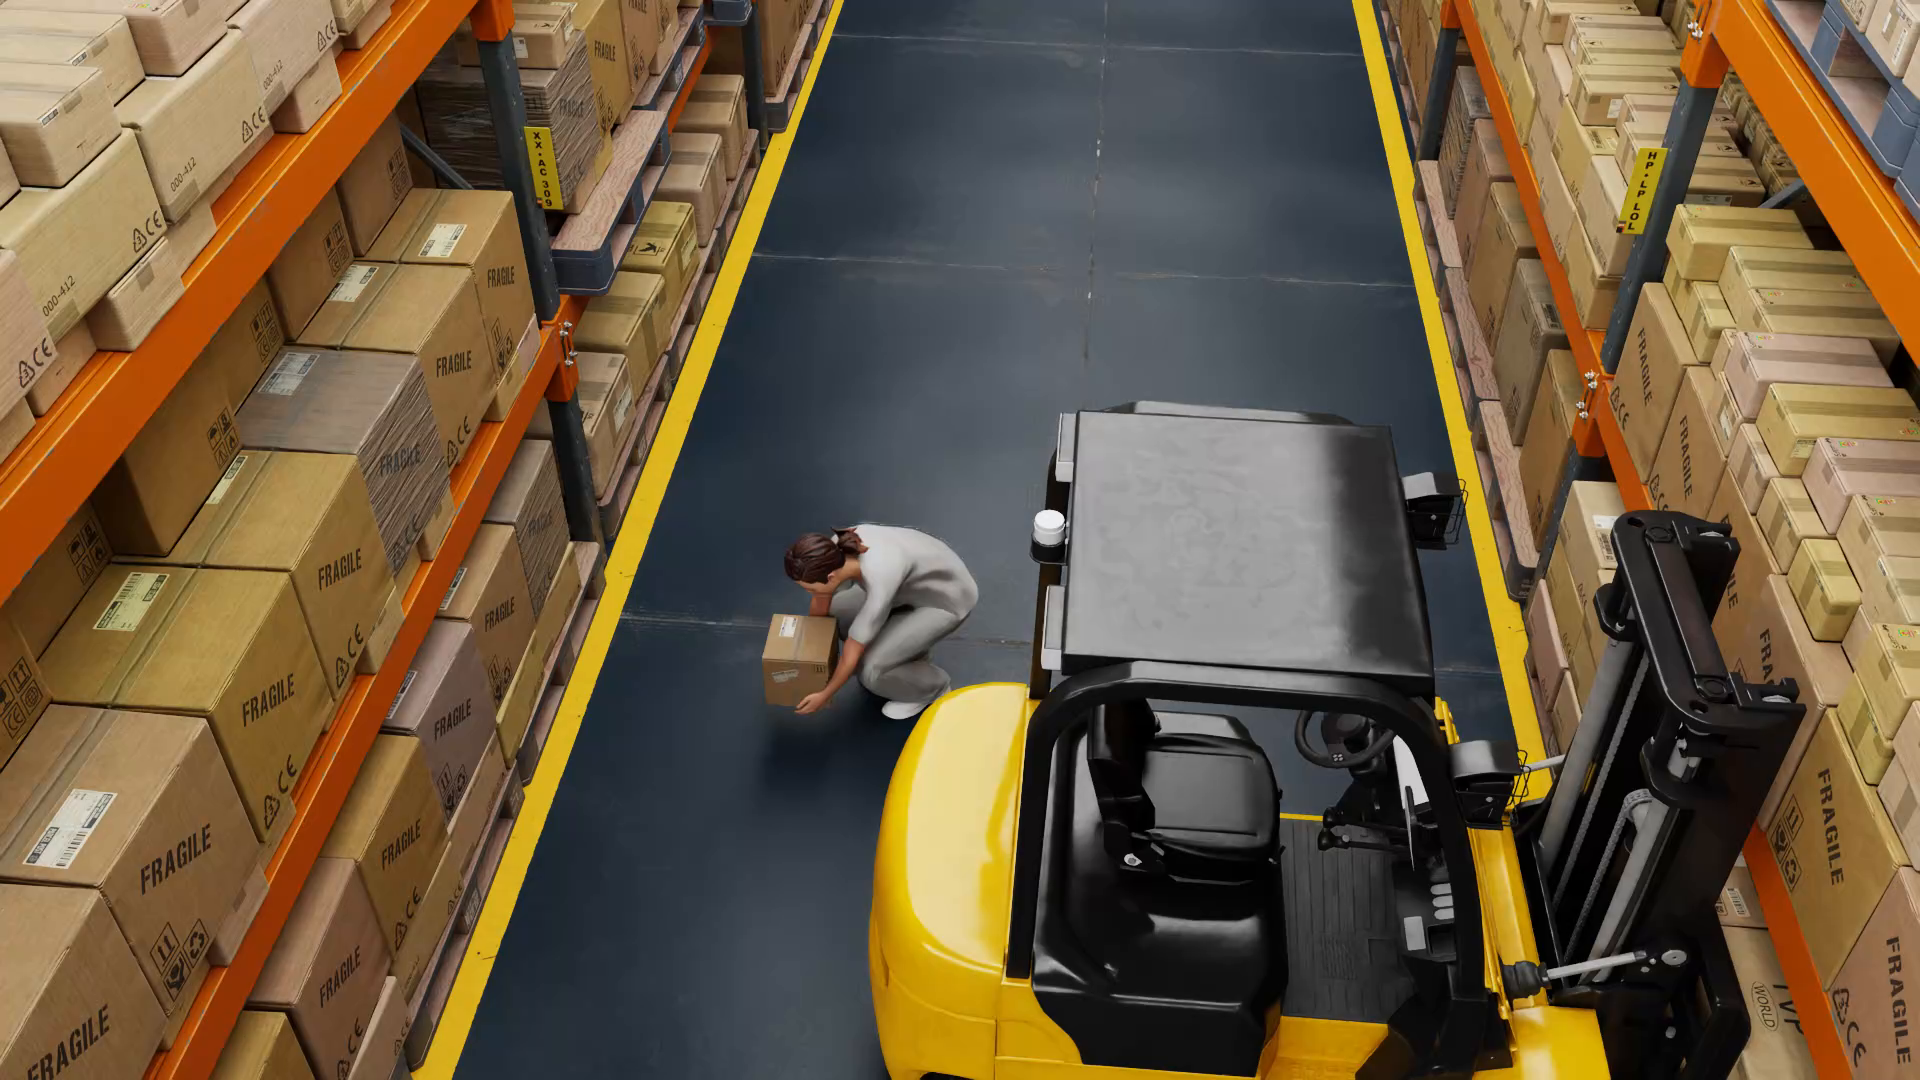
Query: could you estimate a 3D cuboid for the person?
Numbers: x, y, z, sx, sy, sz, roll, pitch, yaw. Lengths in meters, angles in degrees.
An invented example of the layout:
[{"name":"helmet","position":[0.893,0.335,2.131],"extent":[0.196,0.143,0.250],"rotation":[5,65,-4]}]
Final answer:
[{"name":"person","position":[-0.314,0.272,6.388],"extent":[0.797,0.966,0.487],"rotation":[-16,43,-18]}]
